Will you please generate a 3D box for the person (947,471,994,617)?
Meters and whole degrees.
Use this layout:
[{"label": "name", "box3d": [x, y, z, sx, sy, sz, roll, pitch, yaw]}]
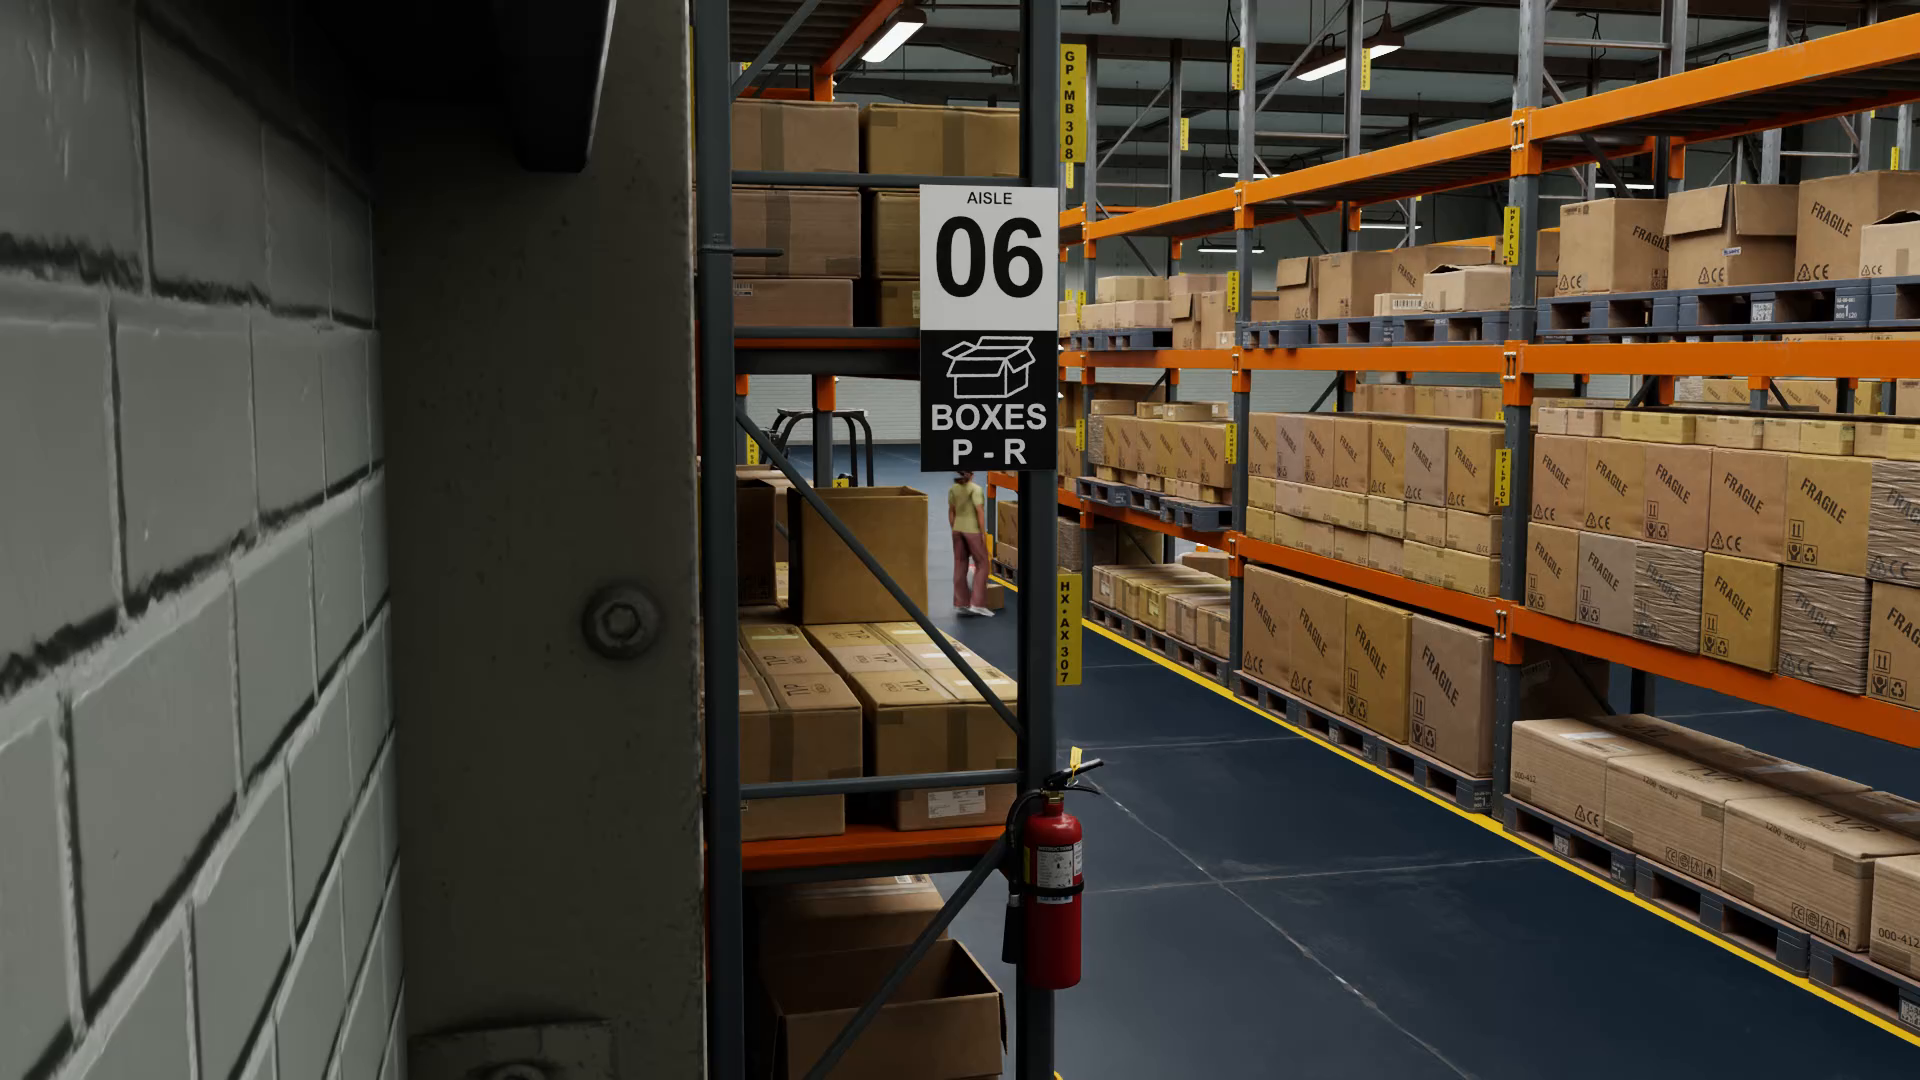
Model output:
[{"label": "person", "box3d": [0.102, -0.030, 17.718, 0.514, 1.705, 0.396, 5, 8, 40]}]
